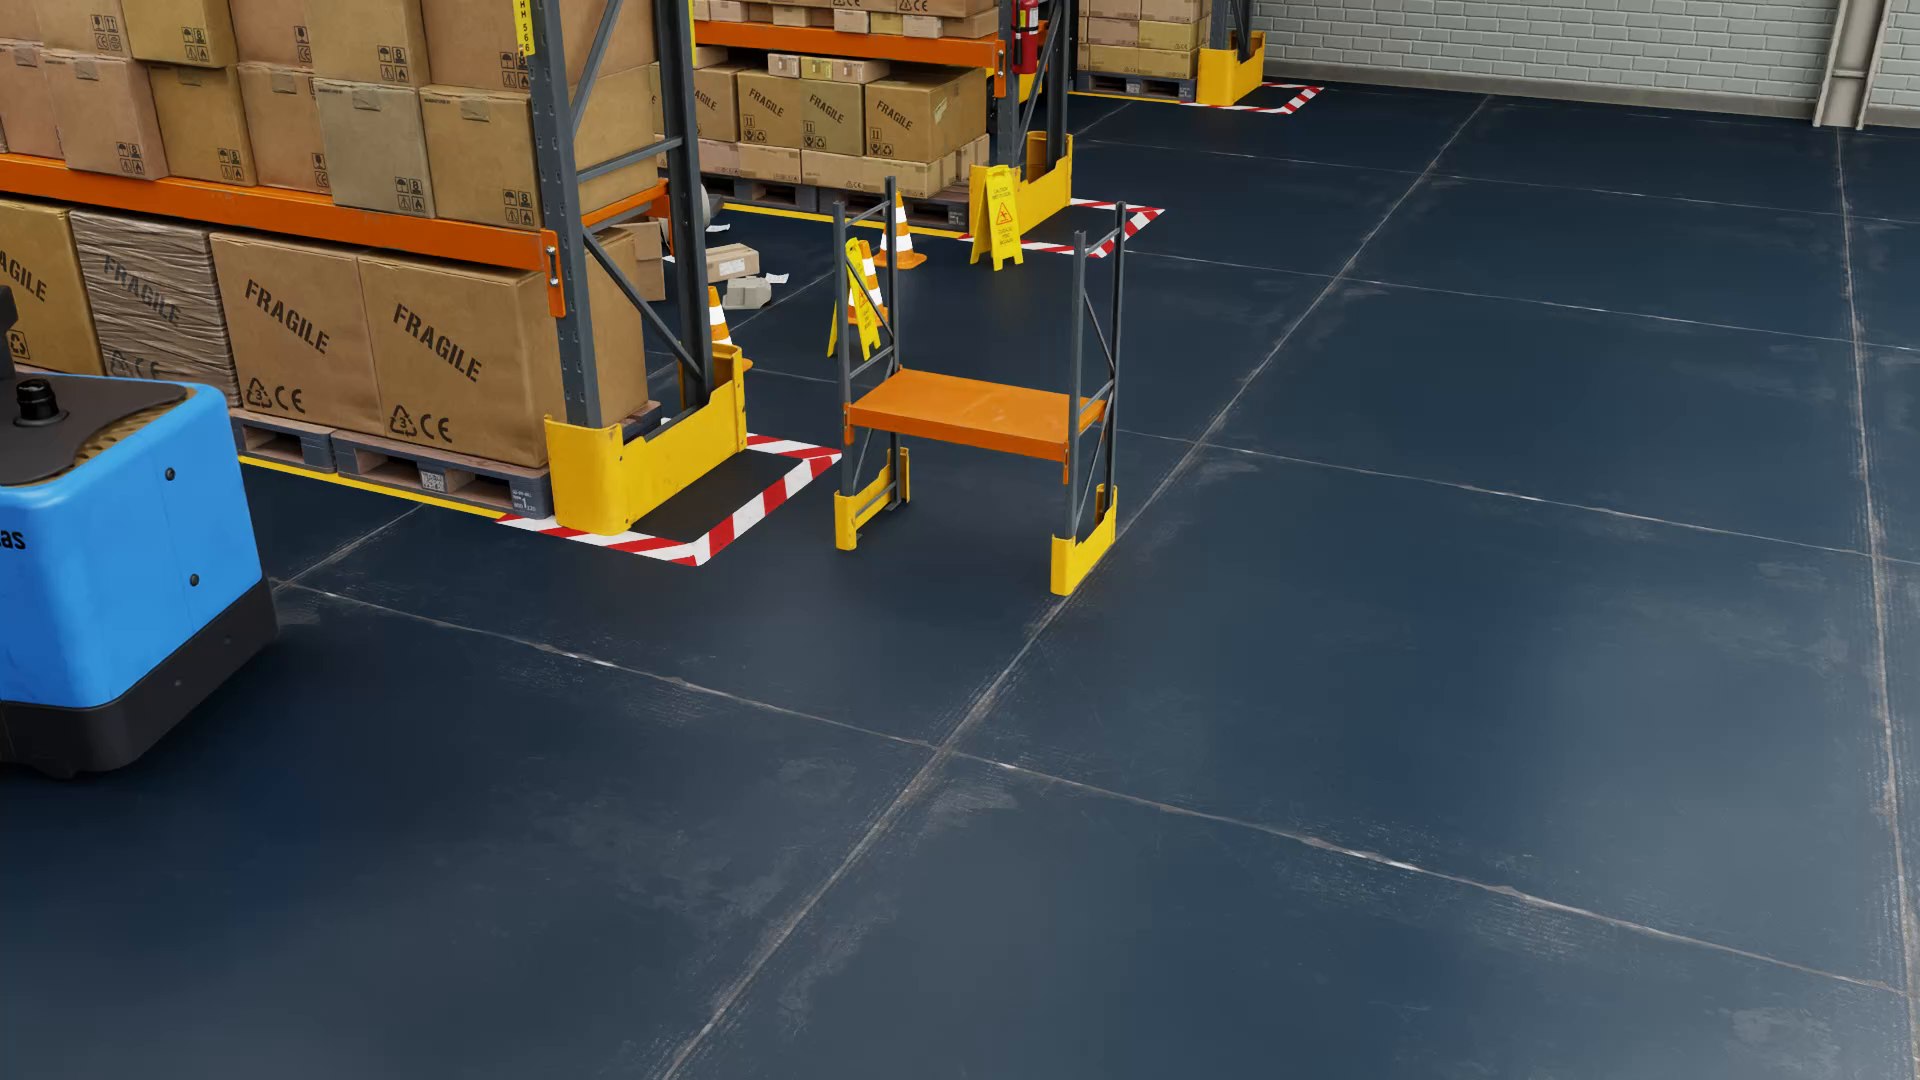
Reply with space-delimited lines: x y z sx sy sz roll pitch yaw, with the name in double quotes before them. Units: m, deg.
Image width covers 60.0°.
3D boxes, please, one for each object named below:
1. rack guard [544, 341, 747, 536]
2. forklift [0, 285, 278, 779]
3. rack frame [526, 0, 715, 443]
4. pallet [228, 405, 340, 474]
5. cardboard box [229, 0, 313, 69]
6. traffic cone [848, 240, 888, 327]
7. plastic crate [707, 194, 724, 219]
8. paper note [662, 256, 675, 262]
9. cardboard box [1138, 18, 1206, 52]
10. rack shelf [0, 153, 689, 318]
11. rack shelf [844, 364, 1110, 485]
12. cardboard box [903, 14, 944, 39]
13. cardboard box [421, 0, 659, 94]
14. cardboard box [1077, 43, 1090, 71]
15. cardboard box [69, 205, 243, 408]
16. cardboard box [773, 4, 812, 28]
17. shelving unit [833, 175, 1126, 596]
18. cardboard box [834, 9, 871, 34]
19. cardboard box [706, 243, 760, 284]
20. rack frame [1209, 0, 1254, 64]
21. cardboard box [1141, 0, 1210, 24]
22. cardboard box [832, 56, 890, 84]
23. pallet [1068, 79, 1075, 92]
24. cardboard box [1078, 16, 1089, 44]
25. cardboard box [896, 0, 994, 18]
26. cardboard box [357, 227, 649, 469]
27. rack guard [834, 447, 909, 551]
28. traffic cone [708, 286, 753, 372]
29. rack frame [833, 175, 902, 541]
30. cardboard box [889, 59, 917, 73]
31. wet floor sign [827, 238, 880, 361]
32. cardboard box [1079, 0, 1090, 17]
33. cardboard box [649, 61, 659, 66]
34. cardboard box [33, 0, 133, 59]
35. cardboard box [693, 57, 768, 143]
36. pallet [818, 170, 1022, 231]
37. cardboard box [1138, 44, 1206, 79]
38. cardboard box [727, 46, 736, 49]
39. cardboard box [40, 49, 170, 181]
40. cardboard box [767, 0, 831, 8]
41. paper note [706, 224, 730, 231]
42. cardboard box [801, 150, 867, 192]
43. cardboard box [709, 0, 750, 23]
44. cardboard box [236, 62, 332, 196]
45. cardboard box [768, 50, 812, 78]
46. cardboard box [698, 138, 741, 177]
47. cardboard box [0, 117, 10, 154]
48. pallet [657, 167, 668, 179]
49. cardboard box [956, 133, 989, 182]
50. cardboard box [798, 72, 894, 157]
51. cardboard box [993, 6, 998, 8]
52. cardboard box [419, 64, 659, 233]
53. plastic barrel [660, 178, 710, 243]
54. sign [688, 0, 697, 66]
"rack guard" -1.425 -0.499 7.697 0.348 0.500 1.175 11 28 22
"forklift" -4.178 -0.820 5.598 3.031 2.935 1.130 5 27 9
"rack frame" -1.447 -1.624 7.154 0.127 3.000 1.000 11 28 22
"pallet" -3.313 -0.712 8.457 1.213 0.211 1.003 11 28 22
"cardboard box" -2.761 -2.480 7.499 0.550 0.550 0.875 11 28 22
"traffic cone" -0.565 -1.547 9.867 0.334 0.463 0.336 11 28 22
"plastic crate" -2.041 -2.438 12.111 0.583 0.080 0.402 2 26 4
"paper note" -1.885 -1.884 11.055 0.142 0.019 0.148 23 35 39
"cardboard box" 1.989 -4.772 15.618 0.500 0.250 0.500 11 28 21
"rack shelf" -3.267 -1.667 8.055 4.000 0.370 1.077 11 28 22
"rack shelf" 0.078 -0.496 6.966 1.000 0.185 0.538 11 28 22
"cardboard box" -0.195 -3.505 11.257 0.250 0.149 0.380 11 28 21
"cardboard box" -1.768 -2.260 7.051 0.550 0.550 0.875 11 28 22
"cardboard box" 1.103 -4.733 16.105 0.500 0.250 0.500 12 29 22
"cardboard box" -3.722 -1.285 8.393 0.875 0.875 0.875 12 28 22
"cardboard box" -1.112 -3.709 11.671 0.250 0.149 0.380 11 28 21
"shelving unit" 0.069 -0.659 6.890 1.083 1.500 0.587 11 28 22
"cardboard box" -0.667 -3.595 11.440 0.250 0.149 0.380 12 29 23
"cardboard box" -1.518 -1.782 10.700 0.380 0.149 0.250 -18 31 -31
"rack frame" 2.562 -5.630 15.289 0.127 3.000 1.000 11 28 22
"cardboard box" 2.013 -4.992 15.499 0.500 0.250 0.500 12 29 24
"cardboard box" -0.689 -3.297 11.605 0.250 0.149 0.380 12 29 23
"pallet" 0.742 -4.725 16.609 1.213 0.211 1.003 11 28 22
"cardboard box" 1.058 -4.954 15.988 0.500 0.250 0.500 11 28 21
"cardboard box" -0.098 -3.800 11.122 0.500 0.500 0.500 11 28 21
"cardboard box" -2.091 -0.957 7.728 0.875 0.875 0.875 12 28 22
"rack guard" -0.384 -0.189 7.351 0.087 0.250 0.587 11 28 22
"traffic cone" -1.342 -1.154 9.071 0.334 0.463 0.336 11 28 22
"rack frame" -0.385 -0.750 7.076 0.032 1.500 0.500 11 28 22
"cardboard box" -0.609 -3.281 12.307 0.500 0.500 0.500 10 28 20
"wet floor sign" -0.601 -1.359 9.280 0.232 0.644 0.267 6 27 13
"cardboard box" 1.083 -5.171 15.863 0.500 0.250 0.500 12 29 22
"cardboard box" -2.148 -3.590 12.200 0.250 0.149 0.380 13 29 24
"cardboard box" -3.783 -2.618 7.780 0.550 0.550 0.875 11 28 22
"cardboard box" -1.742 -3.251 12.245 0.500 0.500 0.500 13 29 24
"pallet" -0.284 -2.559 12.208 1.213 0.211 1.003 11 28 22
"cardboard box" 2.003 -4.543 15.720 0.500 0.250 0.500 12 28 22
"cardboard box" -2.017 -3.563 12.880 0.500 0.500 0.500 12 29 23
"cardboard box" -3.794 -2.123 7.996 0.550 0.550 0.875 11 28 22
"cardboard box" -1.006 -3.986 11.501 0.500 0.500 0.500 11 28 22
"paper note" -1.699 -2.194 11.672 0.148 0.019 0.142 2 26 4
"cardboard box" -0.805 -2.726 12.028 0.500 0.250 0.500 11 28 22
"cardboard box" -1.575 -3.793 11.842 0.250 0.149 0.380 11 28 22
"cardboard box" -2.771 -1.986 7.718 0.550 0.550 0.875 11 28 22
"cardboard box" -1.156 -3.393 11.801 0.250 0.149 0.380 13 29 24
"cardboard box" -1.731 -2.914 12.410 0.500 0.250 0.500 11 28 21
"cardboard box" -4.747 -2.360 8.479 0.550 0.550 0.875 11 28 22
"pallet" -2.505 -3.005 13.115 1.213 0.211 1.003 11 28 22
"cardboard box" -0.109 -2.847 12.274 0.500 0.250 0.500 11 28 21
"cardboard box" -0.803 -3.060 11.858 0.500 0.500 0.500 12 29 24
"cardboard box" 0.287 -3.666 11.584 0.250 0.149 0.380 11 28 22
"cardboard box" -1.803 -1.741 7.221 0.550 0.550 0.875 11 28 22
"plastic barrel" -1.997 -2.246 11.333 0.512 0.421 0.421 -12 29 -23
"sign" -1.211 -2.270 7.396 0.005 0.325 0.100 11 28 22
